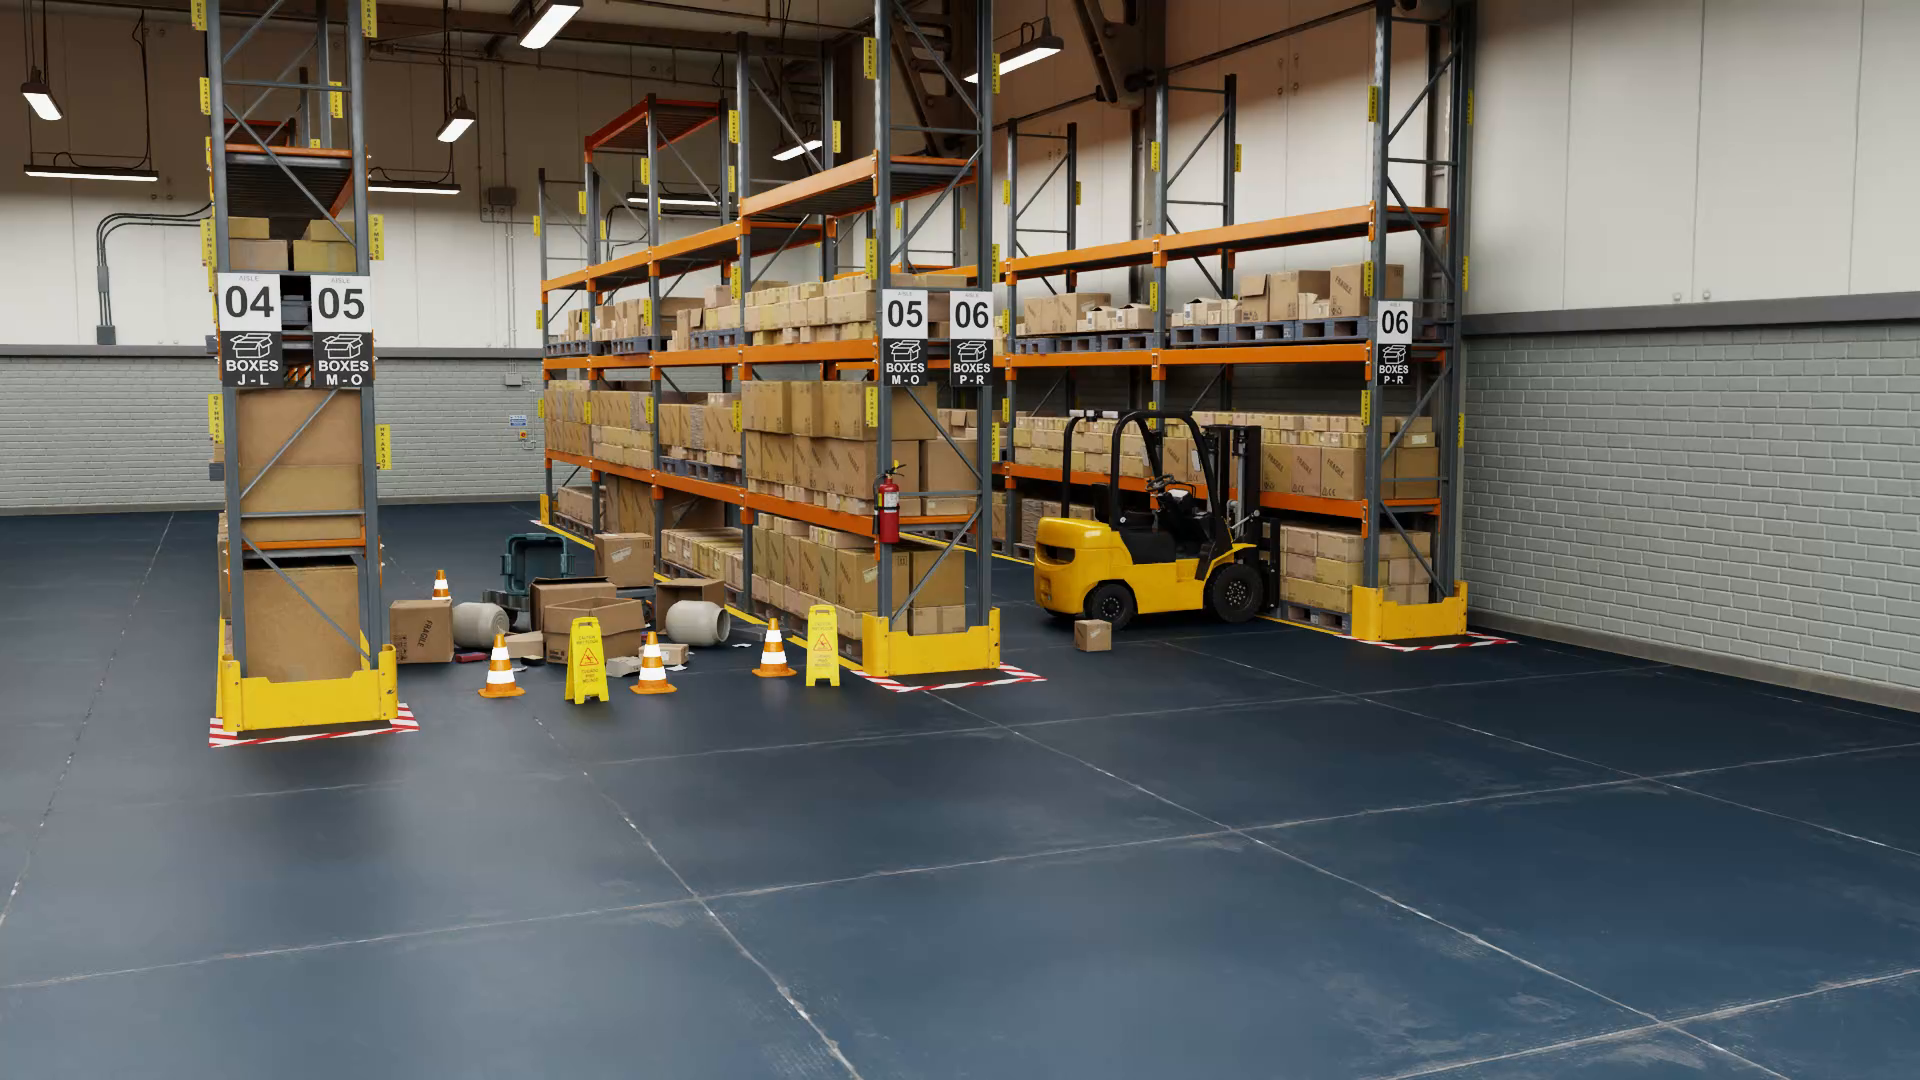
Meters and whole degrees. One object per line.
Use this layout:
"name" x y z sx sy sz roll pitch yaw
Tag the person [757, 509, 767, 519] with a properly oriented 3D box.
"person" -2.731 -0.694 23.927 0.458 1.668 0.698 -2 6 -21
